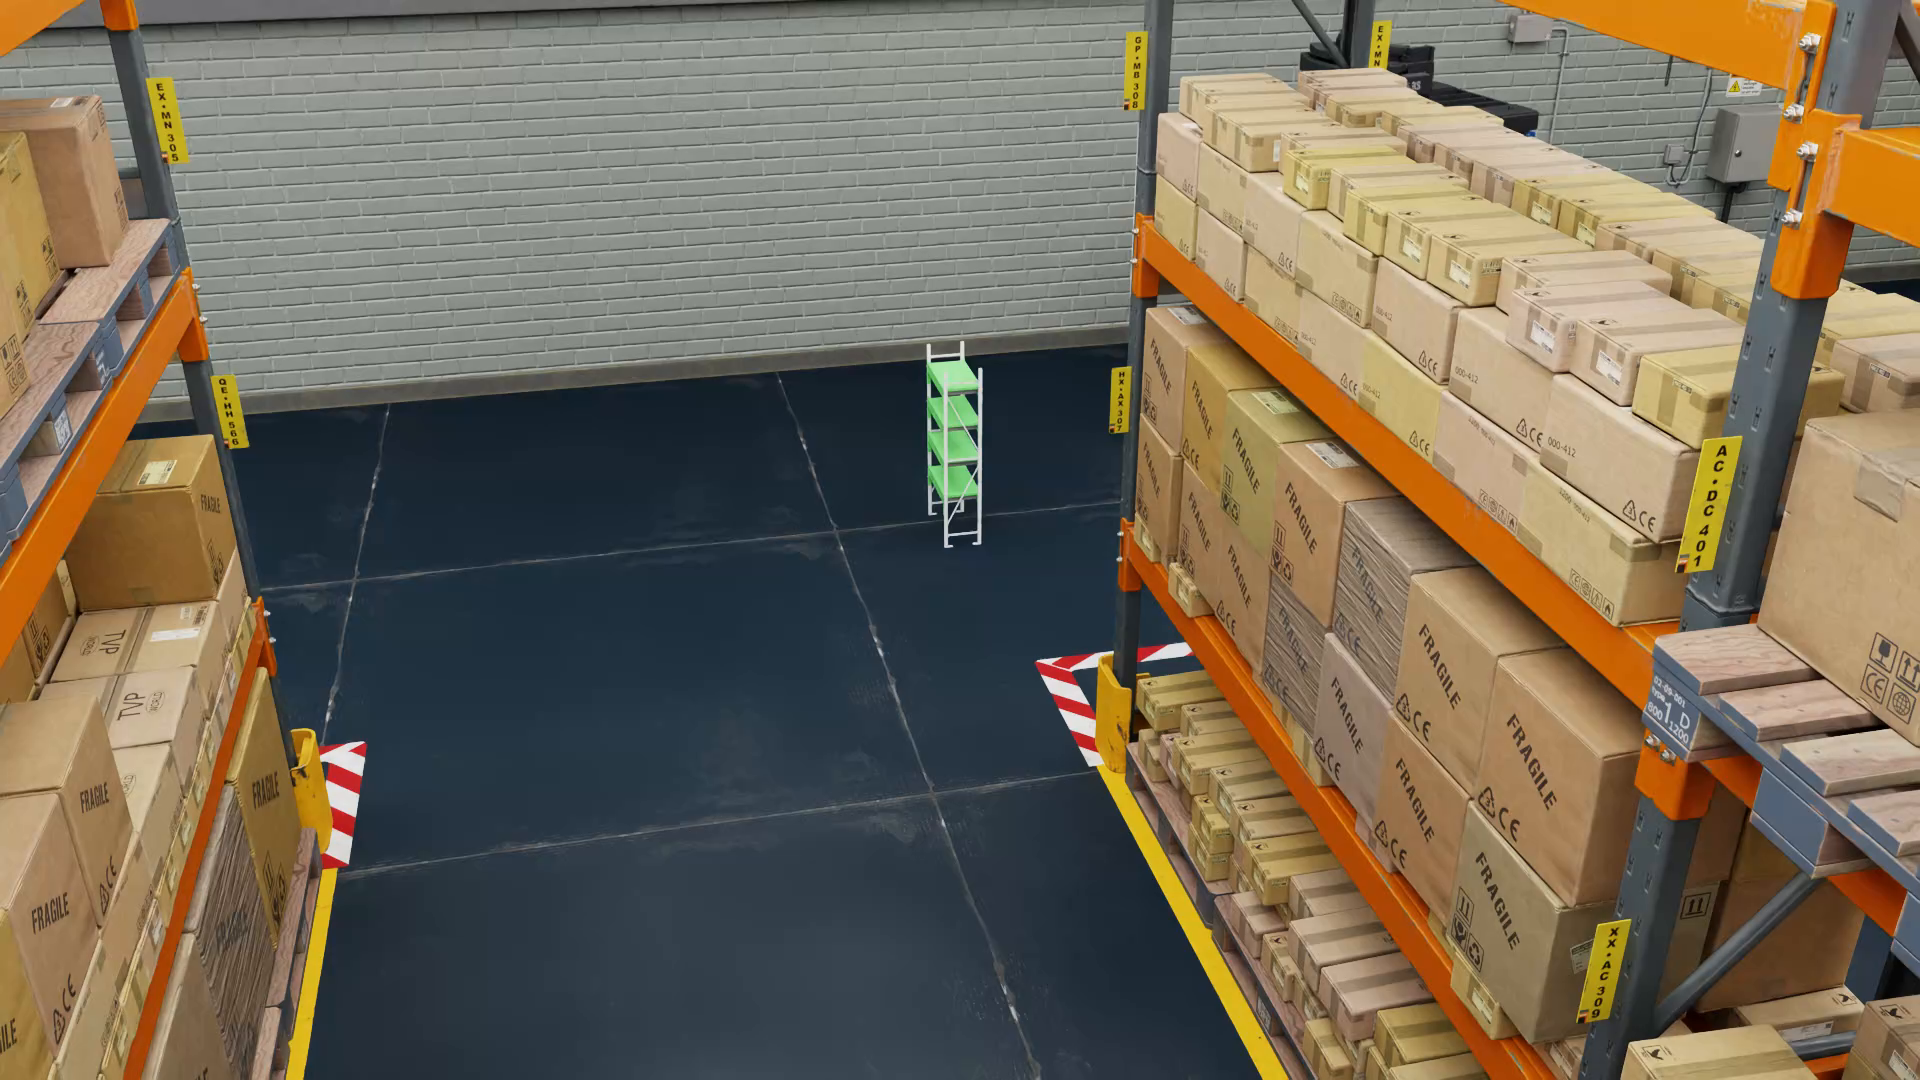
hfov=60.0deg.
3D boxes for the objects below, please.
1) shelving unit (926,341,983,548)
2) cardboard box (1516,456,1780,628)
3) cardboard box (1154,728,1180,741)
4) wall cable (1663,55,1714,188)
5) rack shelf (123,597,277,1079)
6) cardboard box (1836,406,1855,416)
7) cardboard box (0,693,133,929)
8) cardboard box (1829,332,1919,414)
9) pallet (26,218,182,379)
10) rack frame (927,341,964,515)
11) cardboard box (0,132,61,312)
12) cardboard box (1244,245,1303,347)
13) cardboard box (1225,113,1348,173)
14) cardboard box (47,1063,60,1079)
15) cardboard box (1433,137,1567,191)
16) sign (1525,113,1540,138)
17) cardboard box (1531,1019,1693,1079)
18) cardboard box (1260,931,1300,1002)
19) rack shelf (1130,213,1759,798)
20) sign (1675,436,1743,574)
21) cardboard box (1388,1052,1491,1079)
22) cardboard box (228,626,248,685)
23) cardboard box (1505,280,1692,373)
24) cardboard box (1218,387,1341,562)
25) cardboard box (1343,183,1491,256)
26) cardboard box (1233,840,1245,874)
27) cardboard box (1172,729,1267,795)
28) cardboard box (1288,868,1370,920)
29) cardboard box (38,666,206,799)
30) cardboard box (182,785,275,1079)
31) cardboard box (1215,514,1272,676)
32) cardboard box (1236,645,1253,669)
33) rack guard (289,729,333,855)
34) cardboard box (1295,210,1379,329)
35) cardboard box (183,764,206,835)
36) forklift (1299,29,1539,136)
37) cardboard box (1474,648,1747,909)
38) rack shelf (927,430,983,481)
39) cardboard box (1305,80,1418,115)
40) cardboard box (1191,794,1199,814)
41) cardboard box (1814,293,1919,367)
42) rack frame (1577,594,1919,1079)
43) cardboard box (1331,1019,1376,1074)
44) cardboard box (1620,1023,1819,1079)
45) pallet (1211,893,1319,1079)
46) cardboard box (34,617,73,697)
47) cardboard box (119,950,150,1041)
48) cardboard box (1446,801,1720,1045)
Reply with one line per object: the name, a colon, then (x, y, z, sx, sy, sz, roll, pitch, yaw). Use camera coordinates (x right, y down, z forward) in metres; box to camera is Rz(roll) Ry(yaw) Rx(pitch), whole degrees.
shelving unit: (-0.037, -0.608, 10.624, 0.258, 1.200, 0.503, -6, 27, -12)
cardboard box: (1.806, -0.024, 4.306, 0.500, 0.250, 0.500, -5, 27, -10)
cardboard box: (1.147, 0.889, 8.028, 0.380, 0.149, 0.250, -5, 27, -9)
wall cable: (6.164, -3.943, 14.105, 0.588, 1.984, 0.122, -6, 27, -12)
rack shelf: (-3.126, 1.339, 5.567, 1.077, 0.370, 4.000, -6, 27, -12)
cardboard box: (2.306, -0.295, 4.288, 0.500, 0.250, 0.500, -5, 27, -10)
cardboard box: (-2.759, 0.814, 4.813, 0.500, 0.500, 0.500, -7, 28, -13)
cardboard box: (2.351, -0.389, 4.033, 0.380, 0.149, 0.250, -6, 27, -13)
pallet: (-3.399, -0.835, 5.846, 1.003, 0.211, 1.213, -6, 27, -12)
rack frame: (-0.092, -0.715, 10.836, 0.240, 1.200, 0.015, -6, 27, -12)
cardboard box: (-3.398, -0.994, 5.374, 0.700, 0.500, 0.500, -7, 28, -13)
cardboard box: (1.374, -0.913, 6.066, 0.500, 0.250, 0.500, -7, 28, -13)
cardboard box: (1.214, -1.481, 6.195, 0.380, 0.149, 0.250, -6, 27, -11)
cardboard box: (-2.526, 1.597, 4.094, 0.500, 0.250, 0.500, -6, 27, -13)
cardboard box: (1.898, -1.312, 5.860, 0.380, 0.149, 0.250, -5, 27, -10)
sign: (4.724, -3.483, 14.021, 0.327, 0.218, 0.001, -6, 27, -12)
cardboard box: (1.888, 1.447, 4.834, 0.380, 0.149, 0.250, -6, 27, -12)
cardboard box: (1.447, 1.706, 6.740, 0.380, 0.149, 0.250, -6, 27, -12)
rack shelf: (1.730, -0.460, 5.801, 1.077, 0.370, 4.000, -6, 27, -12)
sign: (1.653, -0.075, 3.667, 0.100, 0.325, 0.005, -6, 27, -12)
cardboard box: (1.687, 1.909, 5.676, 0.380, 0.149, 0.250, -6, 27, -12)
cardboard box: (-3.115, 0.488, 6.732, 0.380, 0.149, 0.250, -6, 27, -11)
cardboard box: (1.678, -0.565, 4.380, 0.380, 0.149, 0.250, -6, 27, -12)
cardboard box: (1.337, -0.268, 6.401, 0.500, 0.500, 0.500, -7, 28, -13)
cardboard box: (1.450, -1.021, 5.284, 0.380, 0.149, 0.250, -6, 27, -12)
cardboard box: (1.399, 1.344, 7.127, 0.380, 0.149, 0.250, -7, 28, -14)
cardboard box: (1.177, 0.997, 7.484, 0.380, 0.149, 0.250, -6, 27, -12)
cardboard box: (1.532, 1.441, 6.604, 0.380, 0.149, 0.250, -6, 27, -11)
cardboard box: (-2.980, 0.706, 5.860, 0.500, 0.250, 0.500, -7, 28, -13)
cardboard box: (-3.149, 1.573, 6.197, 0.875, 0.875, 0.875, -6, 27, -12)
cardboard box: (1.354, 0.177, 6.630, 0.500, 0.500, 0.500, -6, 27, -11)
cardboard box: (1.368, 0.420, 6.867, 0.380, 0.149, 0.250, -6, 27, -12)
rack guard: (-3.582, 1.245, 7.729, 1.175, 0.500, 0.348, -6, 27, -12)
cardboard box: (1.461, -0.922, 5.531, 0.500, 0.250, 0.500, -7, 28, -14)
cardboard box: (-2.885, 0.937, 5.844, 0.380, 0.149, 0.250, -6, 27, -11)
forklift: (3.087, -1.956, 11.373, 3.031, 2.935, 1.130, -11, 29, -22)
cardboard box: (1.811, 0.633, 4.615, 0.500, 0.500, 0.500, -7, 28, -13)
rack shelf: (-0.037, -0.551, 10.652, 0.258, 0.148, 0.480, -6, 27, -12)
cardboard box: (1.621, -1.761, 6.750, 0.380, 0.149, 0.250, -6, 27, -11)
cardboard box: (1.286, 1.243, 7.657, 0.380, 0.149, 0.250, -6, 27, -11)
cardboard box: (2.322, -0.512, 4.276, 0.380, 0.149, 0.250, -7, 28, -14)
rack frame: (2.180, 1.436, 4.576, 1.000, 3.000, 0.127, -6, 27, -12)
cardboard box: (1.611, 1.819, 6.184, 0.380, 0.149, 0.250, -5, 27, -10)
cardboard box: (1.821, 1.315, 3.968, 0.380, 0.149, 0.250, -5, 27, -9)
pallet: (1.716, 1.853, 6.844, 1.003, 0.211, 1.213, -6, 27, -12)
cardboard box: (-3.608, 0.539, 6.189, 0.500, 0.250, 0.500, -6, 27, -12)
cardboard box: (-2.656, 1.386, 4.955, 0.380, 0.149, 0.250, -6, 27, -12)
cardboard box: (1.796, 1.075, 4.850, 0.500, 0.500, 0.500, -6, 27, -12)
